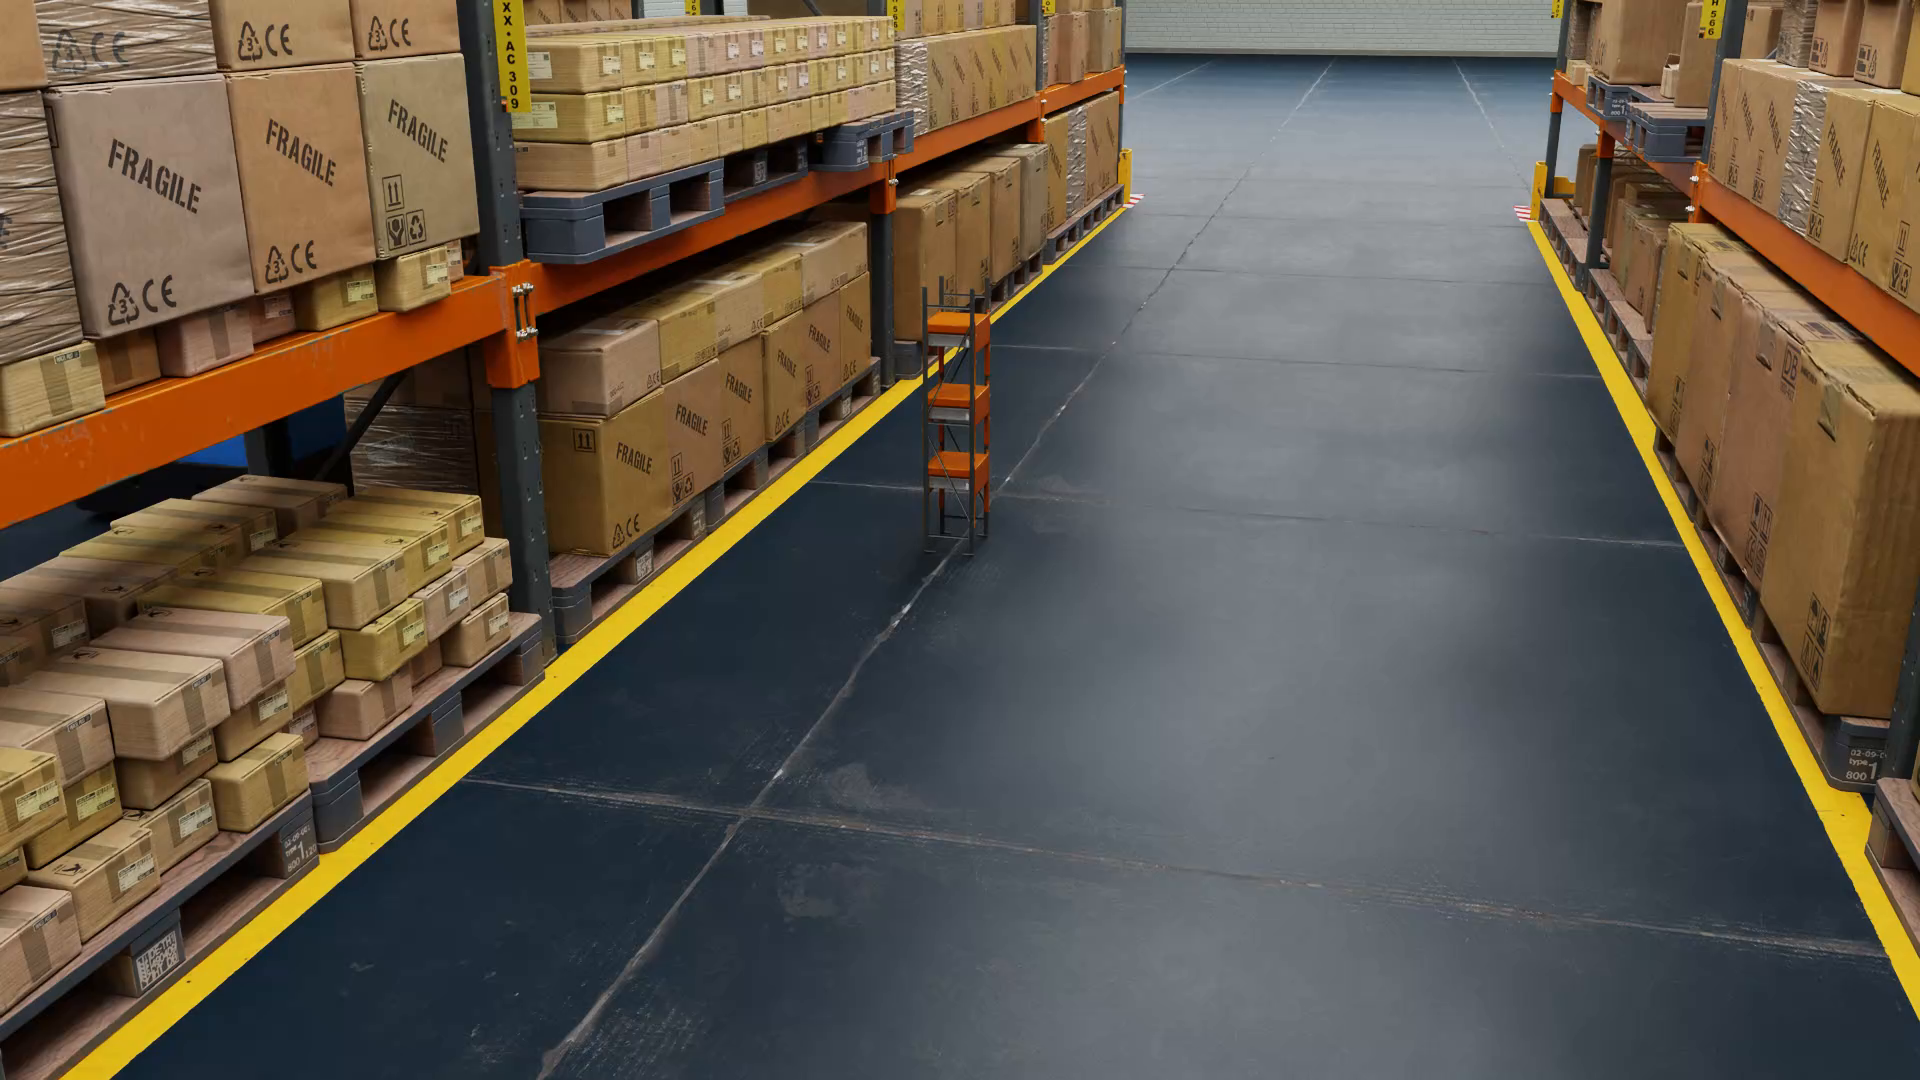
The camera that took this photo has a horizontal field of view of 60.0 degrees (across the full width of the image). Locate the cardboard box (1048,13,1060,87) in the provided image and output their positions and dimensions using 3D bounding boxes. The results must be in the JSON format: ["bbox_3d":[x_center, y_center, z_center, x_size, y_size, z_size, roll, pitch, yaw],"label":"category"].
[{"bbox_3d":[0.309,-3.914,13.273,0.875,0.550,0.550,5,19,13],"label":"cardboard box"}]

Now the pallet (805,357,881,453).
[{"bbox_3d":[-1.051,-0.734,8.509,1.003,0.211,1.213,5,19,13],"label":"pallet"}]

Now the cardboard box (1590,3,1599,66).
[{"bbox_3d":[5.416,-3.925,12.923,0.875,0.500,0.500,5,19,13],"label":"cardboard box"}]

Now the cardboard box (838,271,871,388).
[{"bbox_3d":[-0.766,-1.087,8.447,0.500,0.500,0.500,5,19,13],"label":"cardboard box"}]

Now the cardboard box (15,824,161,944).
[{"bbox_3d":[-2.010,0.735,3.656,0.380,0.149,0.250,5,19,13],"label":"cardboard box"}]

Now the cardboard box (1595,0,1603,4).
[{"bbox_3d":[4.867,-4.109,11.916,0.500,0.500,0.500,5,19,13],"label":"cardboard box"}]

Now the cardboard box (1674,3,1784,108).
[{"bbox_3d":[4.059,-2.476,8.492,0.700,0.500,0.500,8,20,21],"label":"cardboard box"}]

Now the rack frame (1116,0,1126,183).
[{"bbox_3d":[1.096,-4.806,16.116,1.000,3.000,0.127,5,19,13],"label":"rack frame"}]

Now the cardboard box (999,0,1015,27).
[{"bbox_3d":[0.003,-3.916,11.811,0.700,0.500,0.500,4,19,12],"label":"cardboard box"}]

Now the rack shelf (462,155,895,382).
[{"bbox_3d":[-1.348,-1.331,7.056,1.077,0.370,4.000,5,19,13],"label":"rack shelf"}]

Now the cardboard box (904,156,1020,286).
[{"bbox_3d":[-0.185,-2.182,11.267,1.050,0.750,0.750,5,19,13],"label":"cardboard box"}]

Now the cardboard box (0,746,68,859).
[{"bbox_3d":[-2.054,0.527,3.345,0.380,0.149,0.250,5,19,14],"label":"cardboard box"}]

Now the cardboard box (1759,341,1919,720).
[{"bbox_3d":[3.086,-0.016,4.732,1.225,0.875,0.875,5,19,14],"label":"cardboard box"}]

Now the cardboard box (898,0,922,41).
[{"bbox_3d":[-0.617,-3.117,9.471,0.700,0.500,0.500,4,19,13],"label":"cardboard box"}]

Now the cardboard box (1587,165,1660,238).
[{"bbox_3d":[5.248,-2.647,13.015,0.500,0.500,0.500,3,19,9],"label":"cardboard box"}]

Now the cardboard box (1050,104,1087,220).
[{"bbox_3d":[0.556,-3.220,14.110,0.875,0.875,0.875,5,19,14],"label":"cardboard box"}]

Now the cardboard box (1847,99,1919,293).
[{"bbox_3d":[2.926,-0.991,4.794,0.500,0.500,0.500,5,20,15],"label":"cardboard box"}]

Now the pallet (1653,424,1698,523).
[{"bbox_3d":[3.660,-0.314,7.280,1.003,0.211,1.213,5,19,13],"label":"pallet"}]

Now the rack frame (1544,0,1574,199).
[{"bbox_3d":[5.881,-4.382,14.877,1.000,3.000,0.127,5,19,13],"label":"rack frame"}]

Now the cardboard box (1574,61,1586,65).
[{"bbox_3d":[5.384,-3.959,14.026,0.380,0.149,0.250,5,19,13],"label":"cardboard box"}]

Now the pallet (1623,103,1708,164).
[{"bbox_3d":[3.997,-2.016,8.245,1.213,0.211,1.003,5,19,13],"label":"pallet"}]

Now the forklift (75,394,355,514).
[{"bbox_3d":[-2.796,-1.879,7.654,1.130,2.935,3.031,5,19,14],"label":"forklift"}]

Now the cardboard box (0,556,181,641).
[{"bbox_3d":[-2.302,0.164,4.406,0.380,0.149,0.250,4,19,12],"label":"cardboard box"}]

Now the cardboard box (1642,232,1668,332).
[{"bbox_3d":[4.325,-1.465,9.522,0.700,0.500,0.500,6,20,18],"label":"cardboard box"}]

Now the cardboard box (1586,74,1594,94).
[{"bbox_3d":[4.813,-3.339,12.210,0.380,0.149,0.250,5,19,13],"label":"cardboard box"}]

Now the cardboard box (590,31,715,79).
[{"bbox_3d":[-1.103,-1.739,5.957,0.380,0.149,0.250,4,19,13],"label":"cardboard box"}]

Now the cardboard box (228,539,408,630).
[{"bbox_3d":[-1.749,0.118,4.541,0.380,0.149,0.250,4,19,13],"label":"cardboard box"}]

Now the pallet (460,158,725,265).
[{"bbox_3d":[-1.508,-1.182,5.803,1.003,0.211,1.213,5,19,13],"label":"pallet"}]

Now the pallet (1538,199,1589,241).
[{"bbox_3d":[5.629,-2.787,14.520,1.003,0.211,1.213,5,19,13],"label":"pallet"}]

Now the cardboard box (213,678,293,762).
[{"bbox_3d":[-1.907,0.413,4.140,0.380,0.149,0.250,5,20,15],"label":"cardboard box"}]

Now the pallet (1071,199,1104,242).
[{"bbox_3d":[0.676,-2.848,14.699,1.003,0.211,1.213,5,19,13],"label":"pallet"}]

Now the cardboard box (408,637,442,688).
[{"bbox_3d":[-1.746,0.331,4.840,0.380,0.149,0.250,5,20,15],"label":"cardboard box"}]

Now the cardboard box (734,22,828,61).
[{"bbox_3d":[-0.788,-2.150,7.160,0.380,0.149,0.250,5,19,13],"label":"cardboard box"}]

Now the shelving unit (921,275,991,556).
[{"bbox_3d":[-0.013,-0.480,6.469,0.215,1.050,0.252,5,19,13],"label":"shelving unit"}]

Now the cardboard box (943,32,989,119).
[{"bbox_3d":[-0.119,-2.938,10.495,0.500,0.500,0.500,4,19,13],"label":"cardboard box"}]

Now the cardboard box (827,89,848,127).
[{"bbox_3d":[-0.723,-1.951,7.497,0.380,0.149,0.250,4,19,13],"label":"cardboard box"}]

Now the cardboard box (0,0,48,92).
[{"bbox_3d":[-2.060,-1.052,2.964,0.500,0.500,0.500,4,19,12],"label":"cardboard box"}]

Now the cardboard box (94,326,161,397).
[{"bbox_3d":[-1.998,-0.407,3.628,0.380,0.149,0.250,4,19,13],"label":"cardboard box"}]

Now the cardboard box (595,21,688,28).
[{"bbox_3d":[-1.417,-2.201,7.309,0.380,0.149,0.250,6,20,16],"label":"cardboard box"}]

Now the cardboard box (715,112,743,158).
[{"bbox_3d":[-1.043,-1.535,6.280,0.380,0.149,0.250,4,19,11],"label":"cardboard box"}]

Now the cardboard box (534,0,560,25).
[{"bbox_3d":[-3.989,-4.691,15.165,0.500,0.500,0.500,5,19,14],"label":"cardboard box"}]

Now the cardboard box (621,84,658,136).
[{"bbox_3d":[-1.233,-1.434,5.523,0.380,0.149,0.250,4,19,12],"label":"cardboard box"}]

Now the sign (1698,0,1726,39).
[{"bbox_3d":[3.397,-2.425,7.478,0.100,0.325,0.005,5,19,13],"label":"sign"}]

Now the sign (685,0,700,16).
[{"bbox_3d":[-1.398,-2.889,8.713,0.100,0.325,0.005,5,19,13],"label":"sign"}]

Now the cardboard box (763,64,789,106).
[{"bbox_3d":[-0.914,-1.843,6.720,0.380,0.149,0.250,4,19,12],"label":"cardboard box"}]

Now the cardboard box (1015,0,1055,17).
[{"bbox_3d":[0.242,-4.247,12.578,0.875,0.550,0.550,5,19,13],"label":"cardboard box"}]

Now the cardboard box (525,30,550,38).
[{"bbox_3d":[-1.734,-1.794,6.119,0.380,0.149,0.250,5,19,13],"label":"cardboard box"}]

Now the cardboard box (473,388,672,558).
[{"bbox_3d":[-1.399,-0.271,6.057,0.500,0.500,0.500,5,20,16],"label":"cardboard box"}]

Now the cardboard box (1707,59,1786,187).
[{"bbox_3d":[3.543,-1.791,7.136,0.500,0.500,0.500,5,20,15],"label":"cardboard box"}]

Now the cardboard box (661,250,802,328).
[{"bbox_3d":[-1.024,-1.117,7.373,0.500,0.250,0.500,5,20,15],"label":"cardboard box"}]

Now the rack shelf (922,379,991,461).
[{"bbox_3d":[-0.013,-0.470,6.472,0.215,0.259,0.240,5,19,13],"label":"rack shelf"}]

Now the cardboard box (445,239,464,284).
[{"bbox_3d":[-1.679,-0.817,4.829,0.380,0.149,0.250,4,19,13],"label":"cardboard box"}]

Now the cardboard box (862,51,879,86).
[{"bbox_3d":[-0.602,-2.244,7.896,0.380,0.149,0.250,5,20,15],"label":"cardboard box"}]
